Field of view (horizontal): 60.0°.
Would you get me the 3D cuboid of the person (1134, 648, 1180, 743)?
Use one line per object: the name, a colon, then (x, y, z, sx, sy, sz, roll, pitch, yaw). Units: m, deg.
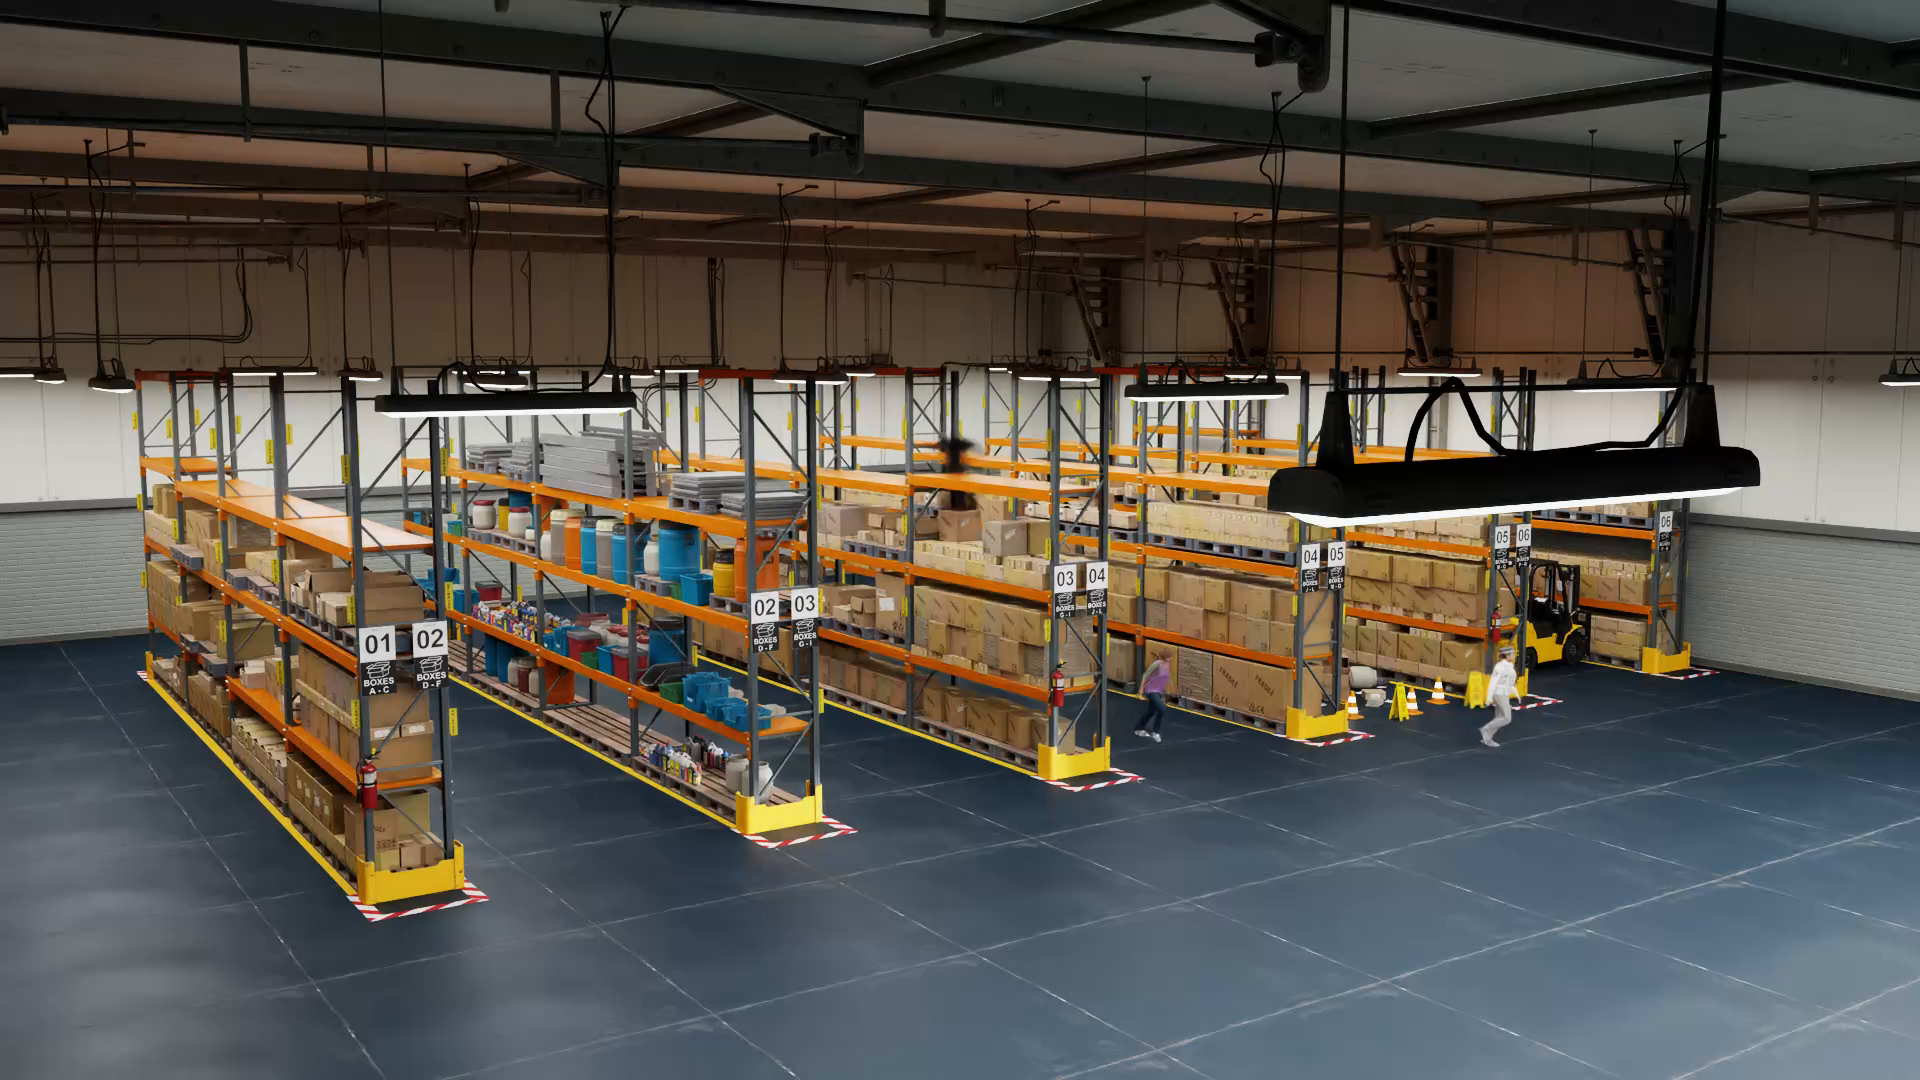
person: (3.188, 2.502, 27.220, 0.744, 1.532, 0.522, 5, 8, 37)

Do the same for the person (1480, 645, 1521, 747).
person: (8.694, 2.503, 26.734, 0.540, 1.662, 0.599, 4, 8, 33)
